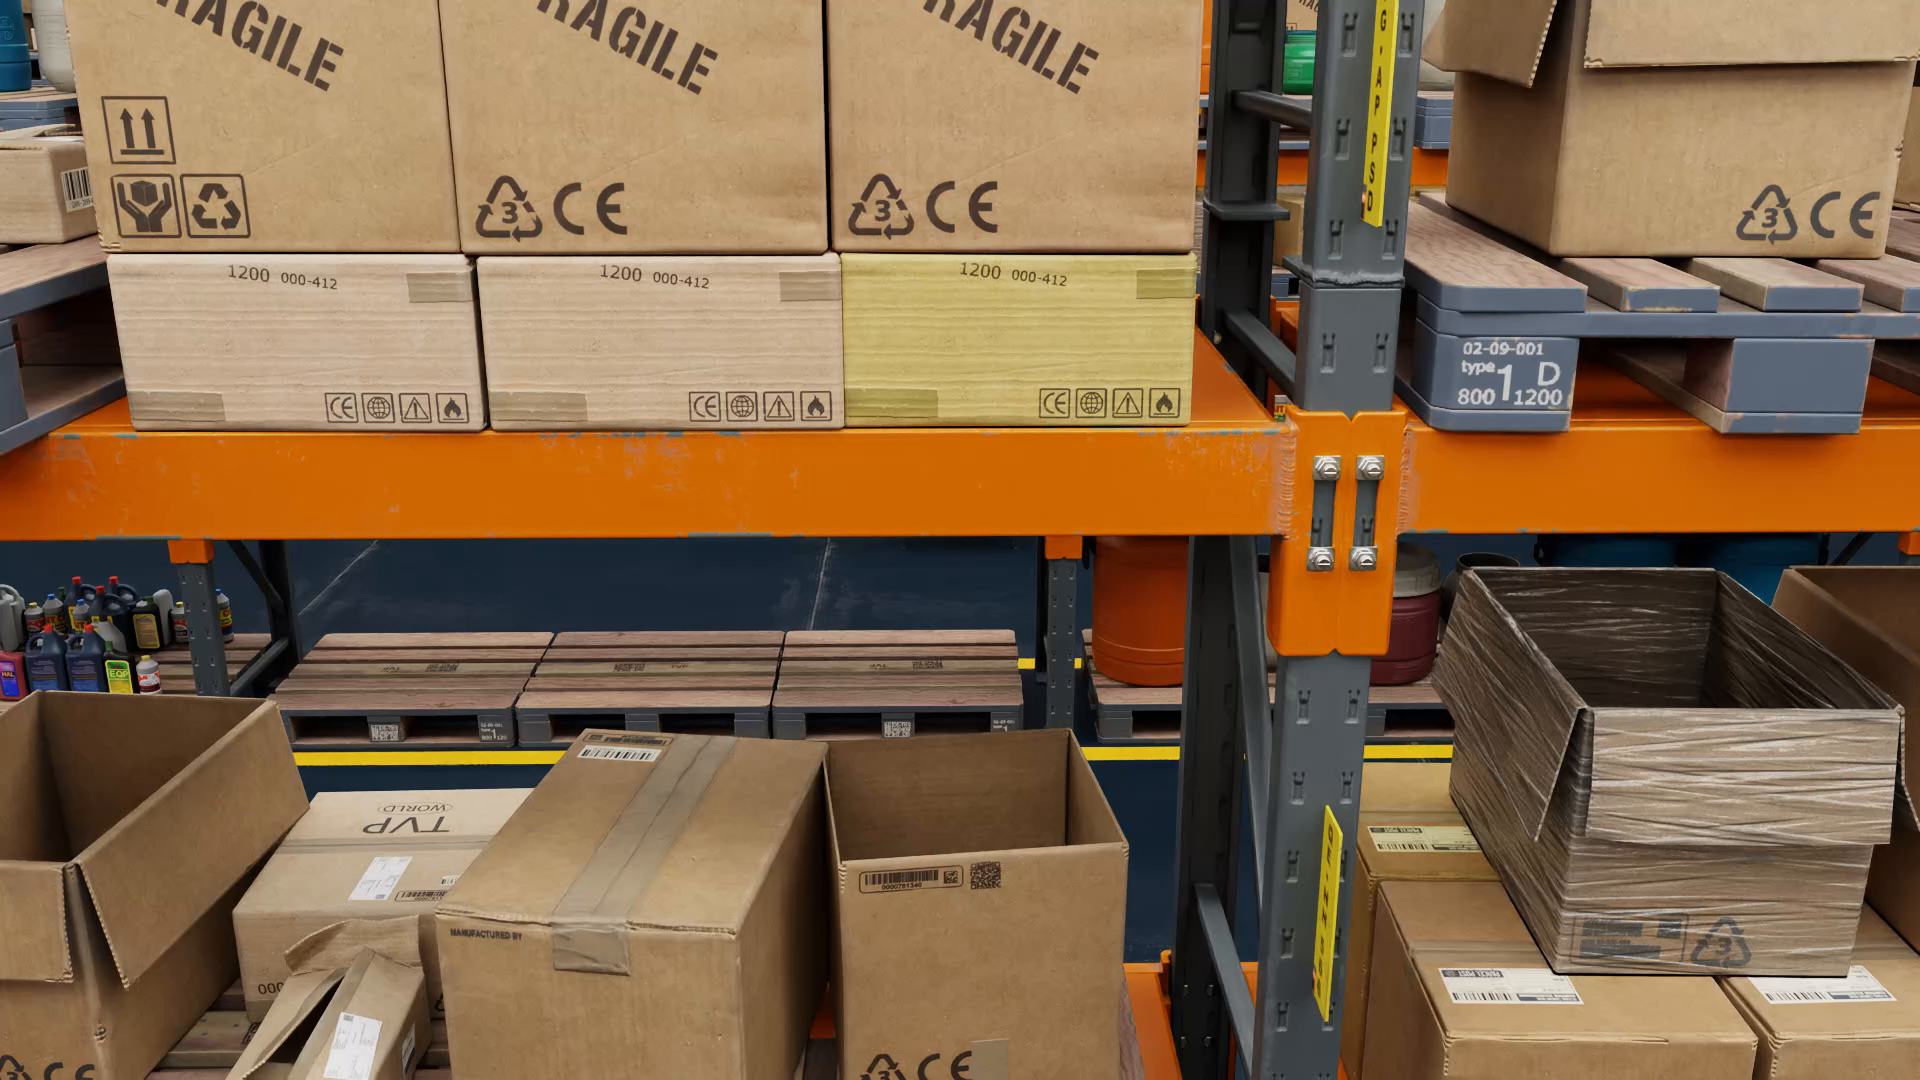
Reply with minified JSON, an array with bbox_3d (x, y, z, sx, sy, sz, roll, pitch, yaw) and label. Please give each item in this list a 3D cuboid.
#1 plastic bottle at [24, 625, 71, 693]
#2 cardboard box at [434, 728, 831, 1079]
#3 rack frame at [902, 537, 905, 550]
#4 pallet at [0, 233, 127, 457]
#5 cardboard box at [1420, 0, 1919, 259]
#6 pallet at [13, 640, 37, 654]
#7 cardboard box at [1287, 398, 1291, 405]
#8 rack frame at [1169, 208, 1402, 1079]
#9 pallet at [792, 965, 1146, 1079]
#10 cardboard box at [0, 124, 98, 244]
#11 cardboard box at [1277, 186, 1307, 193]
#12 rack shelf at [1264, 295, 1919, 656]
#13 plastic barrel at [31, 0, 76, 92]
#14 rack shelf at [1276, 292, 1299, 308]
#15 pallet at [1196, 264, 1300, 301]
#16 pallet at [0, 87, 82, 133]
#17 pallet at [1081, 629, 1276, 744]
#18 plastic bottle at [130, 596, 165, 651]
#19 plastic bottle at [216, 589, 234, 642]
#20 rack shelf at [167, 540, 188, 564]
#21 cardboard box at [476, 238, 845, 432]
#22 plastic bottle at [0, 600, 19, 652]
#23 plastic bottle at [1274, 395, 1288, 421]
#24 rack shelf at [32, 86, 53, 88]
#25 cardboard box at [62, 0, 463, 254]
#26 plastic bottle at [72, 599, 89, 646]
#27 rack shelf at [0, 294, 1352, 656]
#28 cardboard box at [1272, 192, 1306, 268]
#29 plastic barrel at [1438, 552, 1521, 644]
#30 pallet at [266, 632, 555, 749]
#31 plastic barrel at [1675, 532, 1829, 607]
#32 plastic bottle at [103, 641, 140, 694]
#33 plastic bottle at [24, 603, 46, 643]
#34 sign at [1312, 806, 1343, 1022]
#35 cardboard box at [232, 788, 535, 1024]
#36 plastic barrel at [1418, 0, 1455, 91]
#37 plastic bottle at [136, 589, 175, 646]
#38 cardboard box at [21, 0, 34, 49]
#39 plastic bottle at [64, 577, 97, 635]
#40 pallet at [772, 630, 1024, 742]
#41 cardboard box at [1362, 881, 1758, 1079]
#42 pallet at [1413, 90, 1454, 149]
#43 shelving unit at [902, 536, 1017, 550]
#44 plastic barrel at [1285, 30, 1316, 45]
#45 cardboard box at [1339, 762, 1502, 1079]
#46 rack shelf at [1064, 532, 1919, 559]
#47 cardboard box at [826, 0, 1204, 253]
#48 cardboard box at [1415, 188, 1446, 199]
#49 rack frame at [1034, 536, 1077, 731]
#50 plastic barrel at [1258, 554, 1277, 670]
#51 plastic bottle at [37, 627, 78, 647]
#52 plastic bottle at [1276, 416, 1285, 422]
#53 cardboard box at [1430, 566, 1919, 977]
[{"bbox_3d":[-4.361,0.576,7.958,0.185,0.351,0.144,-1,18,-4],"label":"plastic bottle"},{"bbox_3d":[-0.548,0.726,3.023,0.500,0.500,0.700,2,18,7],"label":"cardboard box"},{"bbox_3d":[-0.373,-0.712,10.813,0.023,1.500,0.400,0,18,-1],"label":"rack frame"},{"bbox_3d":[-1.795,-0.371,2.689,1.003,0.211,1.213,0,18,-1],"label":"pallet"},{"bbox_3d":[1.157,-0.777,2.792,0.637,0.503,0.797,1,18,2],"label":"cardboard box"},{"bbox_3d":[-5.424,0.757,8.342,1.213,0.211,1.003,0,18,-1],"label":"pallet"},{"bbox_3d":[2.402,-1.044,12.762,0.500,0.500,0.500,-1,18,-3],"label":"cardboard box"},{"bbox_3d":[0.548,0.925,3.252,0.127,3.000,1.000,0,18,-1],"label":"rack frame"},{"bbox_3d":[-0.163,1.053,3.169,1.003,0.211,1.213,0,18,-1],"label":"pallet"},{"bbox_3d":[-1.578,-0.612,2.829,0.250,0.166,0.380,-1,18,-2],"label":"cardboard box"},{"bbox_3d":[3.346,-3.747,17.133,0.500,0.500,0.500,0,18,0],"label":"cardboard box"},{"bbox_3d":[2.548,-0.170,2.934,4.000,0.370,1.077,0,18,-1],"label":"rack shelf"},{"bbox_3d":[-3.963,-2.308,7.549,0.421,0.512,0.421,0,18,0],"label":"plastic barrel"},{"bbox_3d":[2.395,-1.767,12.824,4.000,0.370,1.077,0,18,-1],"label":"rack shelf"},{"bbox_3d":[2.340,-2.020,12.747,1.213,0.211,1.003,0,18,-1],"label":"pallet"},{"bbox_3d":[-4.249,-1.873,7.375,1.003,0.211,1.213,0,18,-1],"label":"pallet"},{"bbox_3d":[1.258,0.724,8.445,1.213,0.211,1.003,0,18,-1],"label":"pallet"},{"bbox_3d":[-4.175,0.426,8.536,0.133,0.283,0.061,0,18,-1],"label":"plastic bottle"},{"bbox_3d":[-3.855,0.389,8.670,0.097,0.271,0.097,0,18,0],"label":"plastic bottle"},{"bbox_3d":[-5.529,-0.216,7.988,4.000,0.370,1.077,0,18,-1],"label":"rack shelf"},{"bbox_3d":[-0.419,-0.348,2.556,0.500,0.250,0.500,0,18,-1],"label":"cardboard box"},{"bbox_3d":[-4.929,0.445,8.490,0.135,0.276,0.152,0,18,-1],"label":"plastic bottle"},{"bbox_3d":[1.604,-0.656,8.394,0.097,0.271,0.097,0,18,0],"label":"plastic bottle"},{"bbox_3d":[-5.604,-3.157,12.246,4.000,0.370,1.077,0,18,-1],"label":"rack shelf"},{"bbox_3d":[-0.933,-0.706,2.446,0.500,0.500,0.500,0,18,0],"label":"cardboard box"},{"bbox_3d":[-4.486,0.436,8.523,0.097,0.271,0.097,0,18,0],"label":"plastic bottle"},{"bbox_3d":[-1.451,-0.151,2.874,4.000,0.370,1.077,0,18,-1],"label":"rack shelf"},{"bbox_3d":[2.630,-2.340,12.579,0.500,0.500,0.700,-5,18,-15],"label":"cardboard box"},{"bbox_3d":[2.651,0.354,8.418,0.421,0.512,0.421,0,18,0],"label":"plastic barrel"},{"bbox_3d":[-2.745,0.744,8.383,1.213,0.211,1.003,0,18,-1],"label":"pallet"},{"bbox_3d":[3.925,0.190,8.292,0.708,0.901,0.600,0,18,-1],"label":"plastic barrel"},{"bbox_3d":[-4.005,0.619,7.934,0.133,0.283,0.061,1,18,2],"label":"plastic bottle"},{"bbox_3d":[-4.815,0.427,8.666,0.097,0.201,0.097,0,18,0],"label":"plastic bottle"},{"bbox_3d":[0.566,0.577,2.571,0.005,0.325,0.100,0,18,-1],"label":"sign"},{"bbox_3d":[-1.131,0.735,3.405,0.500,0.250,0.500,-1,18,-2],"label":"cardboard box"},{"bbox_3d":[2.240,-2.335,7.595,0.433,0.535,0.433,0,18,0],"label":"plastic barrel"},{"bbox_3d":[-4.178,0.397,8.638,0.135,0.276,0.152,0,18,1],"label":"plastic bottle"},{"bbox_3d":[-7.029,-3.807,12.009,0.637,0.503,0.797,1,18,3],"label":"cardboard box"},{"bbox_3d":[-4.532,0.362,8.625,0.185,0.351,0.144,-1,18,-3],"label":"plastic bottle"},{"bbox_3d":[-0.305,0.732,8.419,1.213,0.211,1.003,0,18,-1],"label":"pallet"},{"bbox_3d":[1.039,0.958,2.985,0.500,0.500,0.500,0,18,1],"label":"cardboard box"},{"bbox_3d":[2.553,-1.905,7.474,1.213,0.211,1.003,0,18,-1],"label":"pallet"},{"bbox_3d":[-0.007,-0.714,10.818,0.755,1.500,0.431,0,18,-1],"label":"shelving unit"},{"bbox_3d":[1.540,-2.200,7.622,0.301,0.262,0.301,0,18,0],"label":"plastic barrel"},{"bbox_3d":[1.038,0.800,3.480,0.500,0.500,0.500,0,18,1],"label":"cardboard box"},{"bbox_3d":[2.470,-0.254,8.108,4.000,0.370,1.077,0,18,-1],"label":"rack shelf"},{"bbox_3d":[0.075,-0.710,2.457,0.500,0.500,0.500,0,18,1],"label":"cardboard box"},{"bbox_3d":[3.918,-2.433,12.871,0.500,0.500,0.700,-6,19,-19],"label":"cardboard box"},{"bbox_3d":[0.470,-0.587,7.968,0.127,3.000,1.000,0,18,-1],"label":"rack frame"},{"bbox_3d":[1.522,0.360,8.401,0.421,0.512,0.421,0,18,0],"label":"plastic barrel"},{"bbox_3d":[-4.388,0.566,8.110,0.135,0.276,0.152,0,18,-1],"label":"plastic bottle"},{"bbox_3d":[1.486,-0.442,7.727,0.097,0.271,0.097,0,18,0],"label":"plastic bottle"},{"bbox_3d":[1.280,0.401,3.079,0.637,0.503,0.797,0,18,1],"label":"cardboard box"}]
